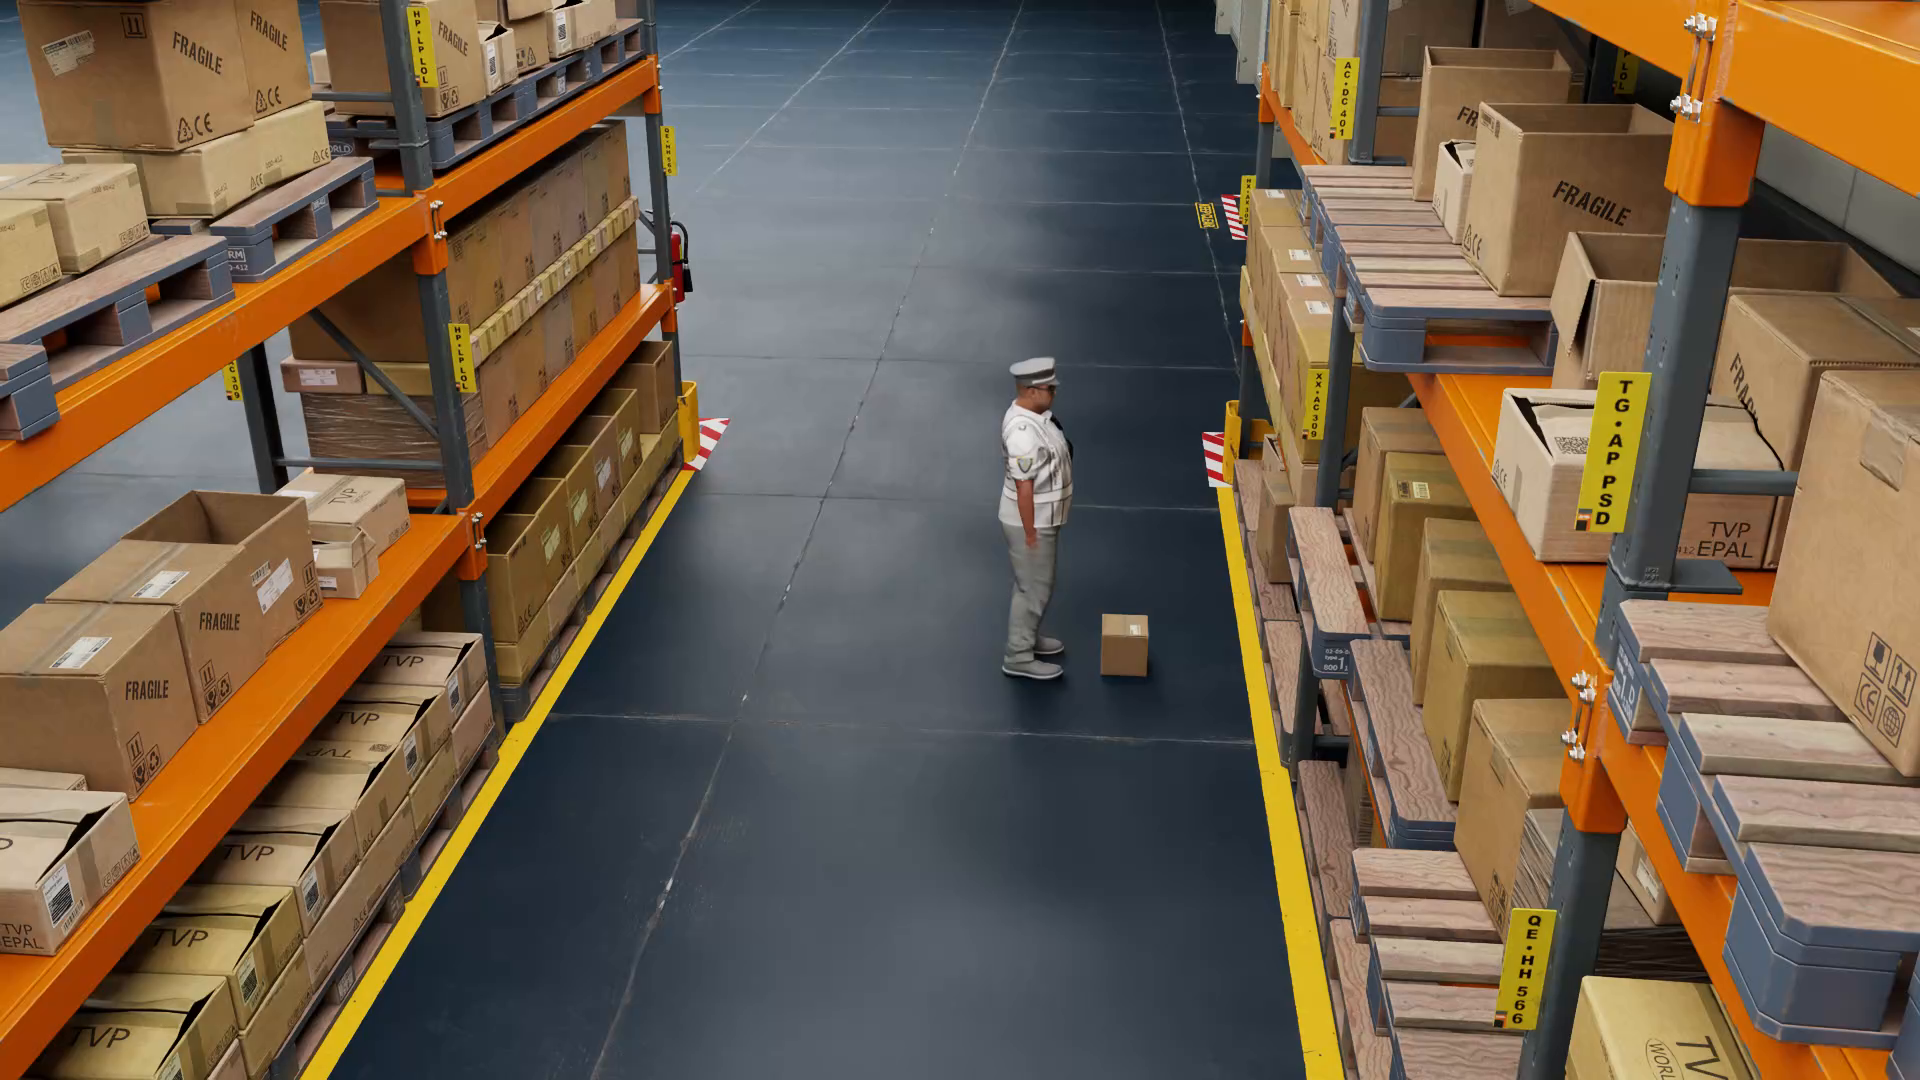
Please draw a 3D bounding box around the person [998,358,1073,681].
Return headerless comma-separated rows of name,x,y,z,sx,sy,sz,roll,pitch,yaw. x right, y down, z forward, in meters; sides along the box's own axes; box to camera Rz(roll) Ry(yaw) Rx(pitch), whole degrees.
person,0.404,-0.122,8.885,0.393,1.738,0.528,2,24,5
